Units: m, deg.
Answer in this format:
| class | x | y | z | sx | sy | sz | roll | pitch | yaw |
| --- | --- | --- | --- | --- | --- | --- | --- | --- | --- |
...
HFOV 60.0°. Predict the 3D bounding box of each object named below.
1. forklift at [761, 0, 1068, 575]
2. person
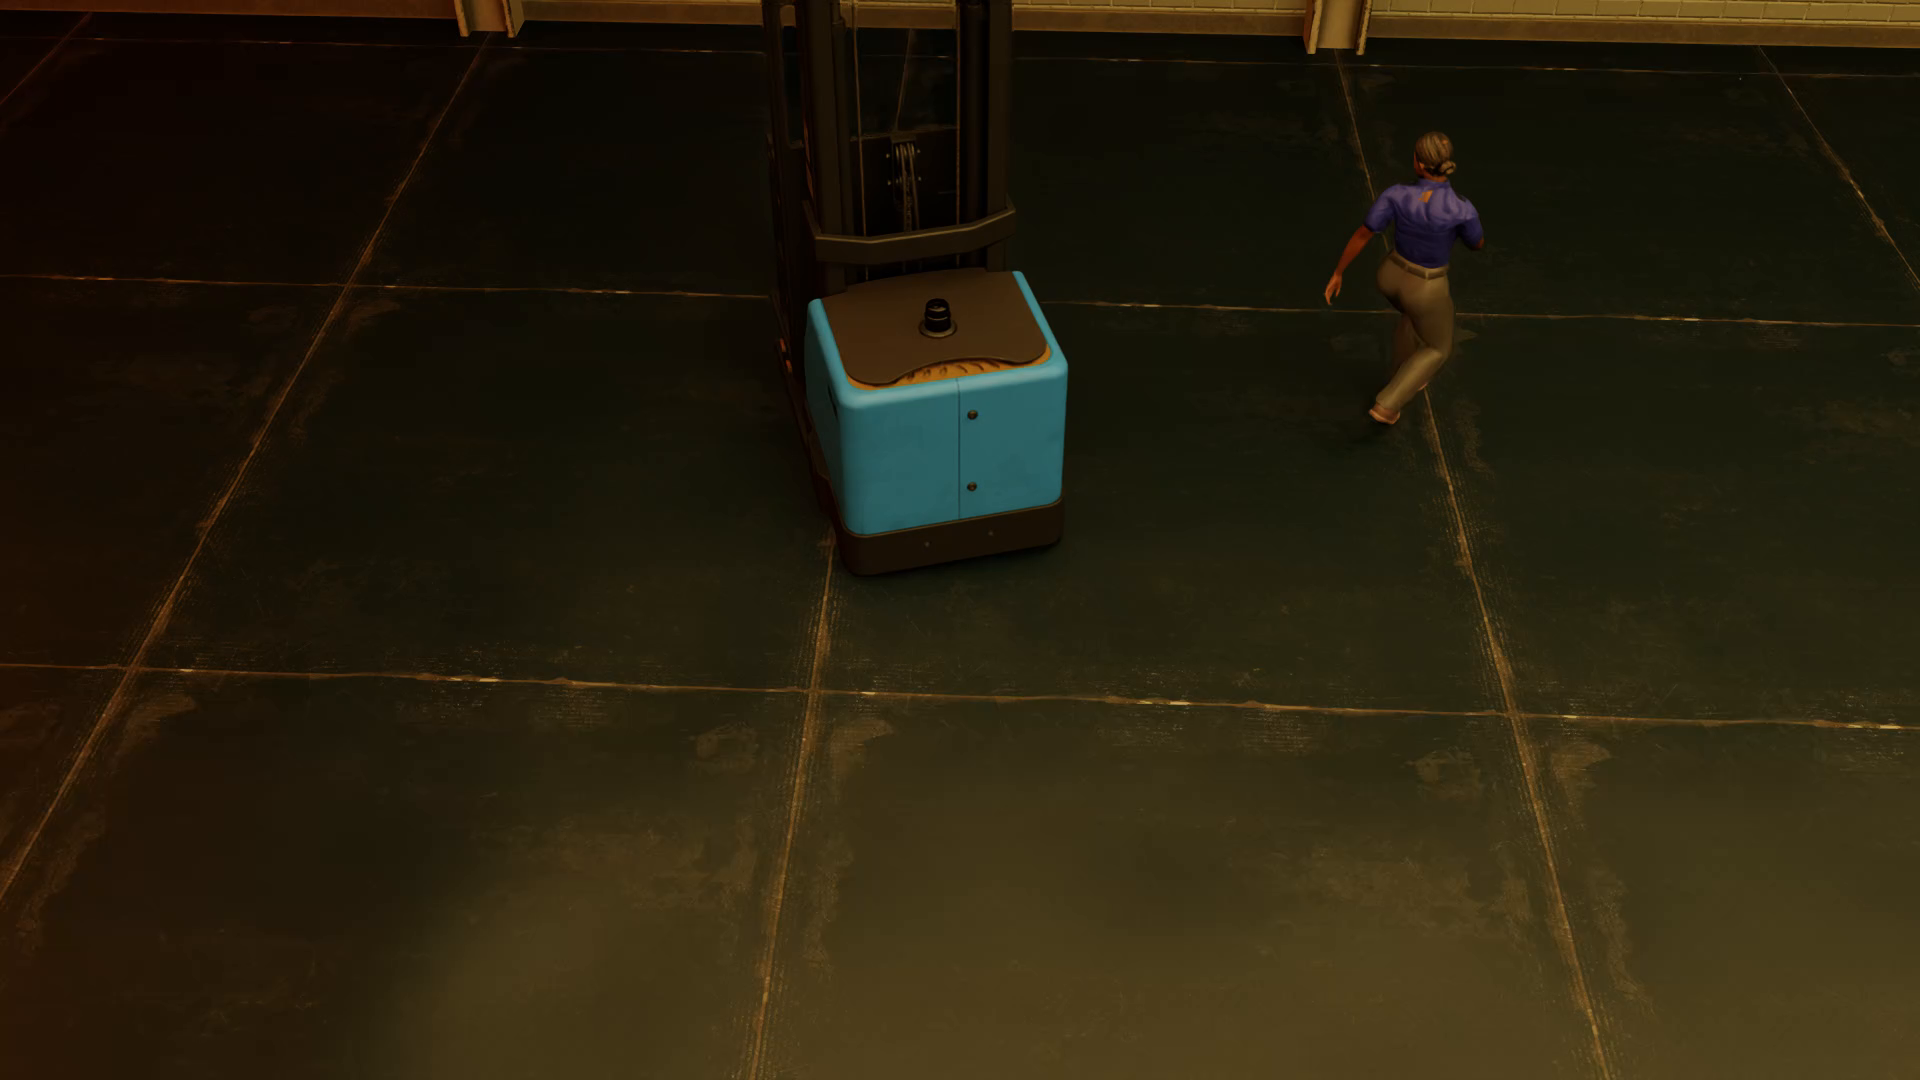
| class | x | y | z | sx | sy | sz | roll | pitch | yaw |
| --- | --- | --- | --- | --- | --- | --- | --- | --- | --- |
| forklift | -0.371 | -1.927 | 7.853 | 1.130 | 2.935 | 3.031 | -10 | 43 | -10 |
| person | 2.228 | -1.273 | 8.152 | 0.704 | 1.589 | 0.496 | -31 | 51 | -30 |
